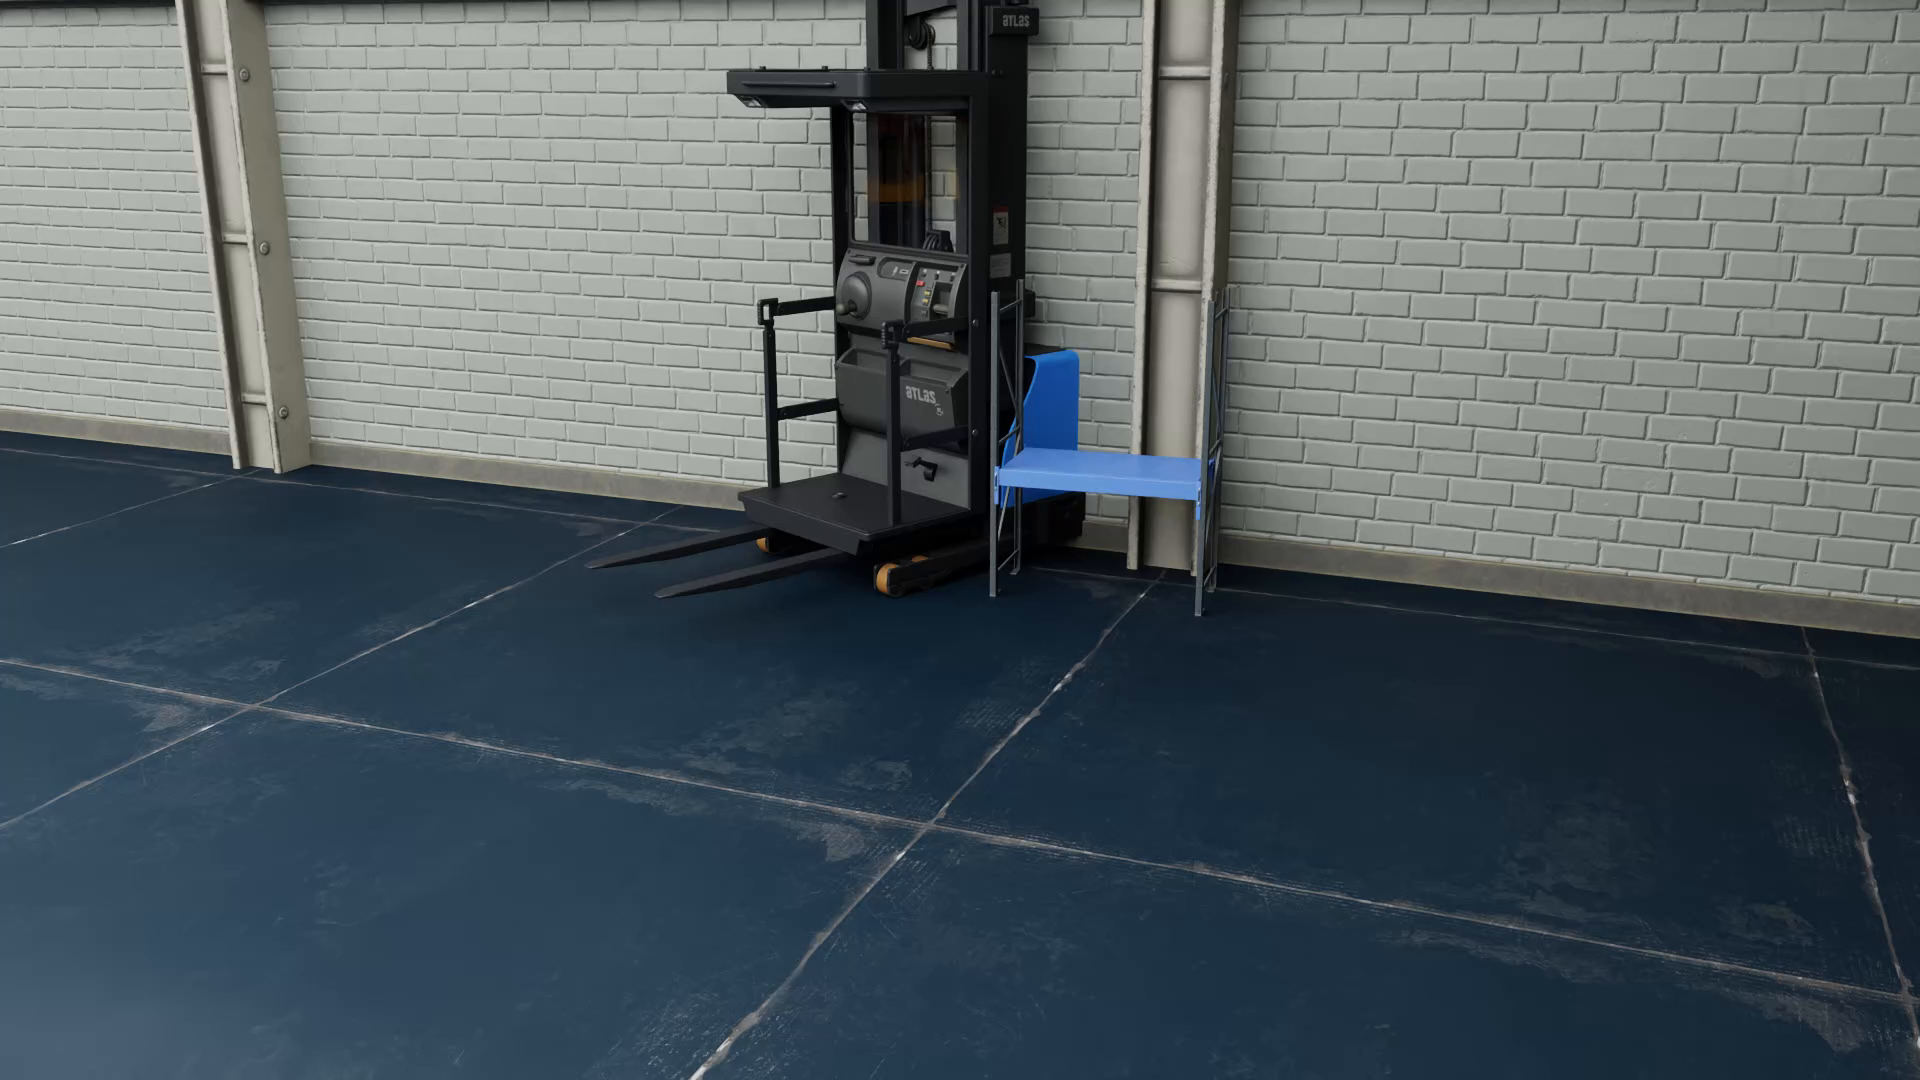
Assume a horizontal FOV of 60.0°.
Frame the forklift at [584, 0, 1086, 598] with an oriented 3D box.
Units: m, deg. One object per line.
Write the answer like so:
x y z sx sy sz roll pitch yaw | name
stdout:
-0.460 -1.290 8.358 3.031 2.935 1.130 -14 22 -41 | forklift

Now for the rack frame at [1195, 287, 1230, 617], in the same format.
1.206 -0.422 7.937 0.032 1.500 0.500 5 17 16 | rack frame

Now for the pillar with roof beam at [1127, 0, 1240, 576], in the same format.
-0.471 -3.077 3.631 0.400 9.000 9.100 6 17 21 | pillar with roof beam

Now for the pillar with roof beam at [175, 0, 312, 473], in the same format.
-6.053 -3.691 5.746 0.400 9.000 9.100 6 17 21 | pillar with roof beam

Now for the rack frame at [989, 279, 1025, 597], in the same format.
0.234 -0.505 8.224 0.032 1.500 0.500 5 17 16 | rack frame

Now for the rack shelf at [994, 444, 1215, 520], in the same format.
0.720 -0.291 8.131 1.000 0.185 0.538 5 17 16 | rack shelf

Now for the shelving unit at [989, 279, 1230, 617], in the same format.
0.720 -0.464 8.081 1.048 1.500 0.538 5 17 16 | shelving unit
